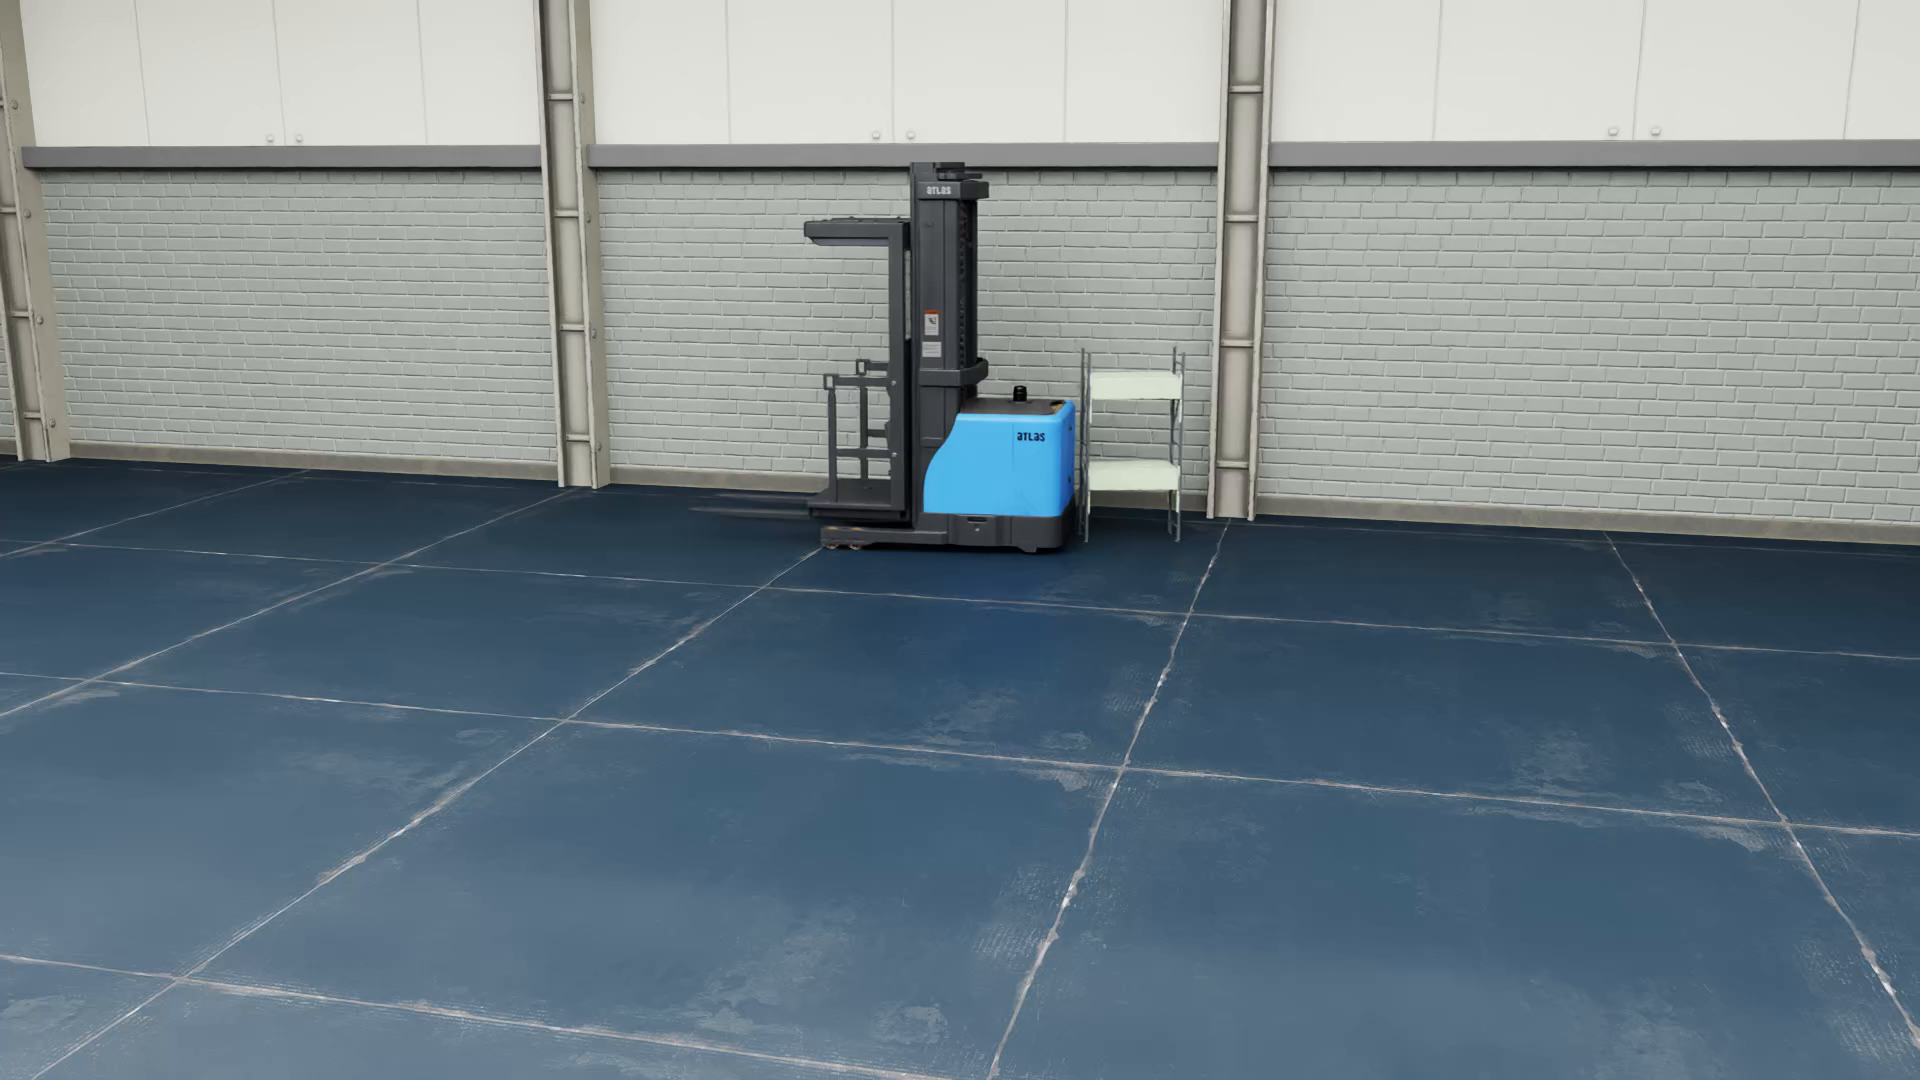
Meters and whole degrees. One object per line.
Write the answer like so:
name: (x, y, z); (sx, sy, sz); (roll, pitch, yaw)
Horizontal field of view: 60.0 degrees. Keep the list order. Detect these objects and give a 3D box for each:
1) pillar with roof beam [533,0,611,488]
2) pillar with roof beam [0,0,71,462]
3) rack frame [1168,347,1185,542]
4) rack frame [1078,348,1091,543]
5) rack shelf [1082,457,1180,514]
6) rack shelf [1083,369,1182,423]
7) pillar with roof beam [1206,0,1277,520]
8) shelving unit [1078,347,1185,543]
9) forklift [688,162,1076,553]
pillar with roof beam: (-4.542, -4.007, 10.519); (0.400, 9.000, 9.100); (3, 13, 14)
pillar with roof beam: (-10.367, -4.318, 11.922); (0.400, 9.000, 9.100); (3, 13, 14)
rack frame: (1.716, -0.760, 13.197); (0.023, 1.500, 0.400); (-1, 13, -3)
rack frame: (0.985, -0.750, 13.152); (0.023, 1.500, 0.400); (-1, 13, -3)
rack shelf: (1.351, -0.437, 13.245); (0.720, 0.370, 0.431); (-1, 13, -3)
rack shelf: (1.351, -1.136, 13.090); (0.720, 0.370, 0.431); (-1, 13, -3)
pillar with roof beam: (1.283, -3.696, 9.116); (0.400, 9.000, 9.100); (3, 13, 14)
shelving unit: (1.351, -0.755, 13.175); (0.755, 1.500, 0.431); (-1, 13, -3)
forklift: (-0.628, -1.469, 13.086); (3.031, 2.935, 1.130); (2, 13, 11)
